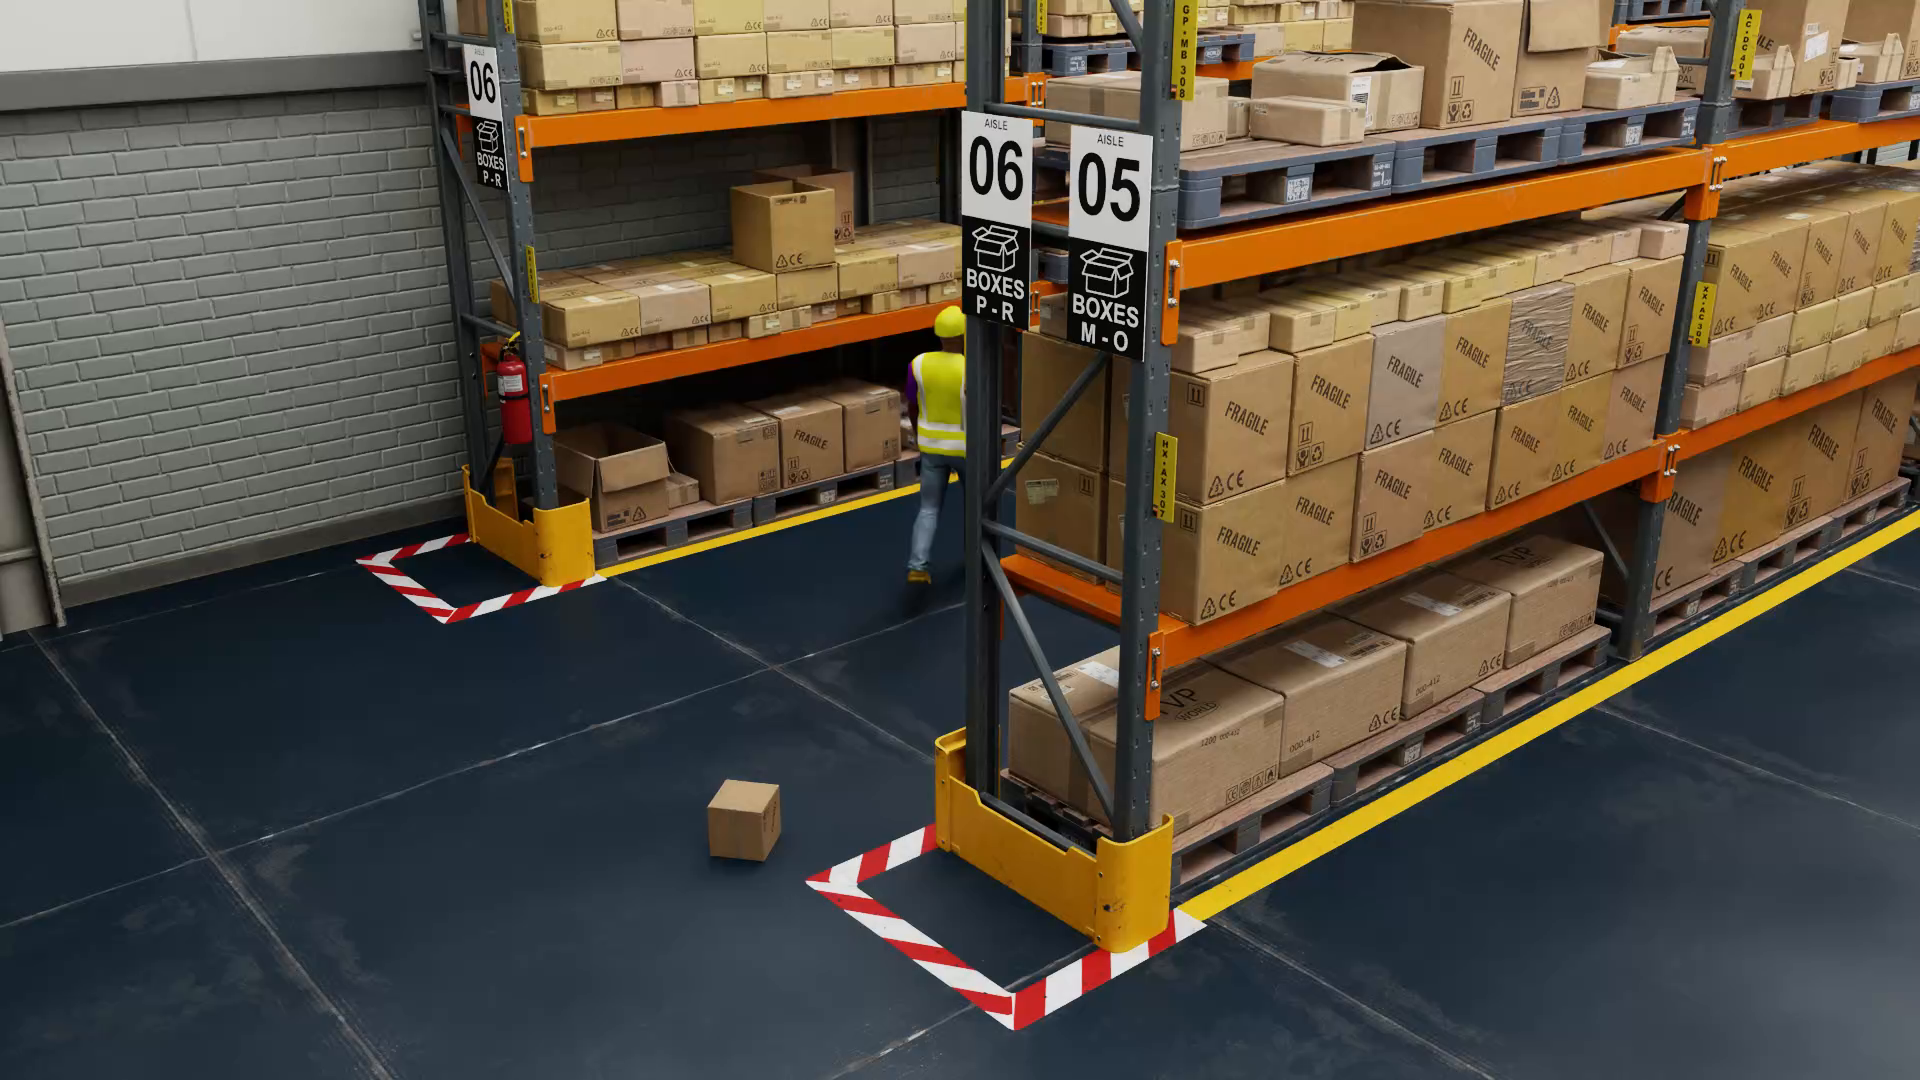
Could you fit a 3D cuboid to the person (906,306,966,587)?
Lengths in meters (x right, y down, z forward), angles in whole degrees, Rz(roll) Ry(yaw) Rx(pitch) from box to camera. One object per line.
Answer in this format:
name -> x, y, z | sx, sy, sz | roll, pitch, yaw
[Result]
person -> -0.055, -0.563, 10.029 | 0.562, 1.726, 1.019 | 6, 22, 15
